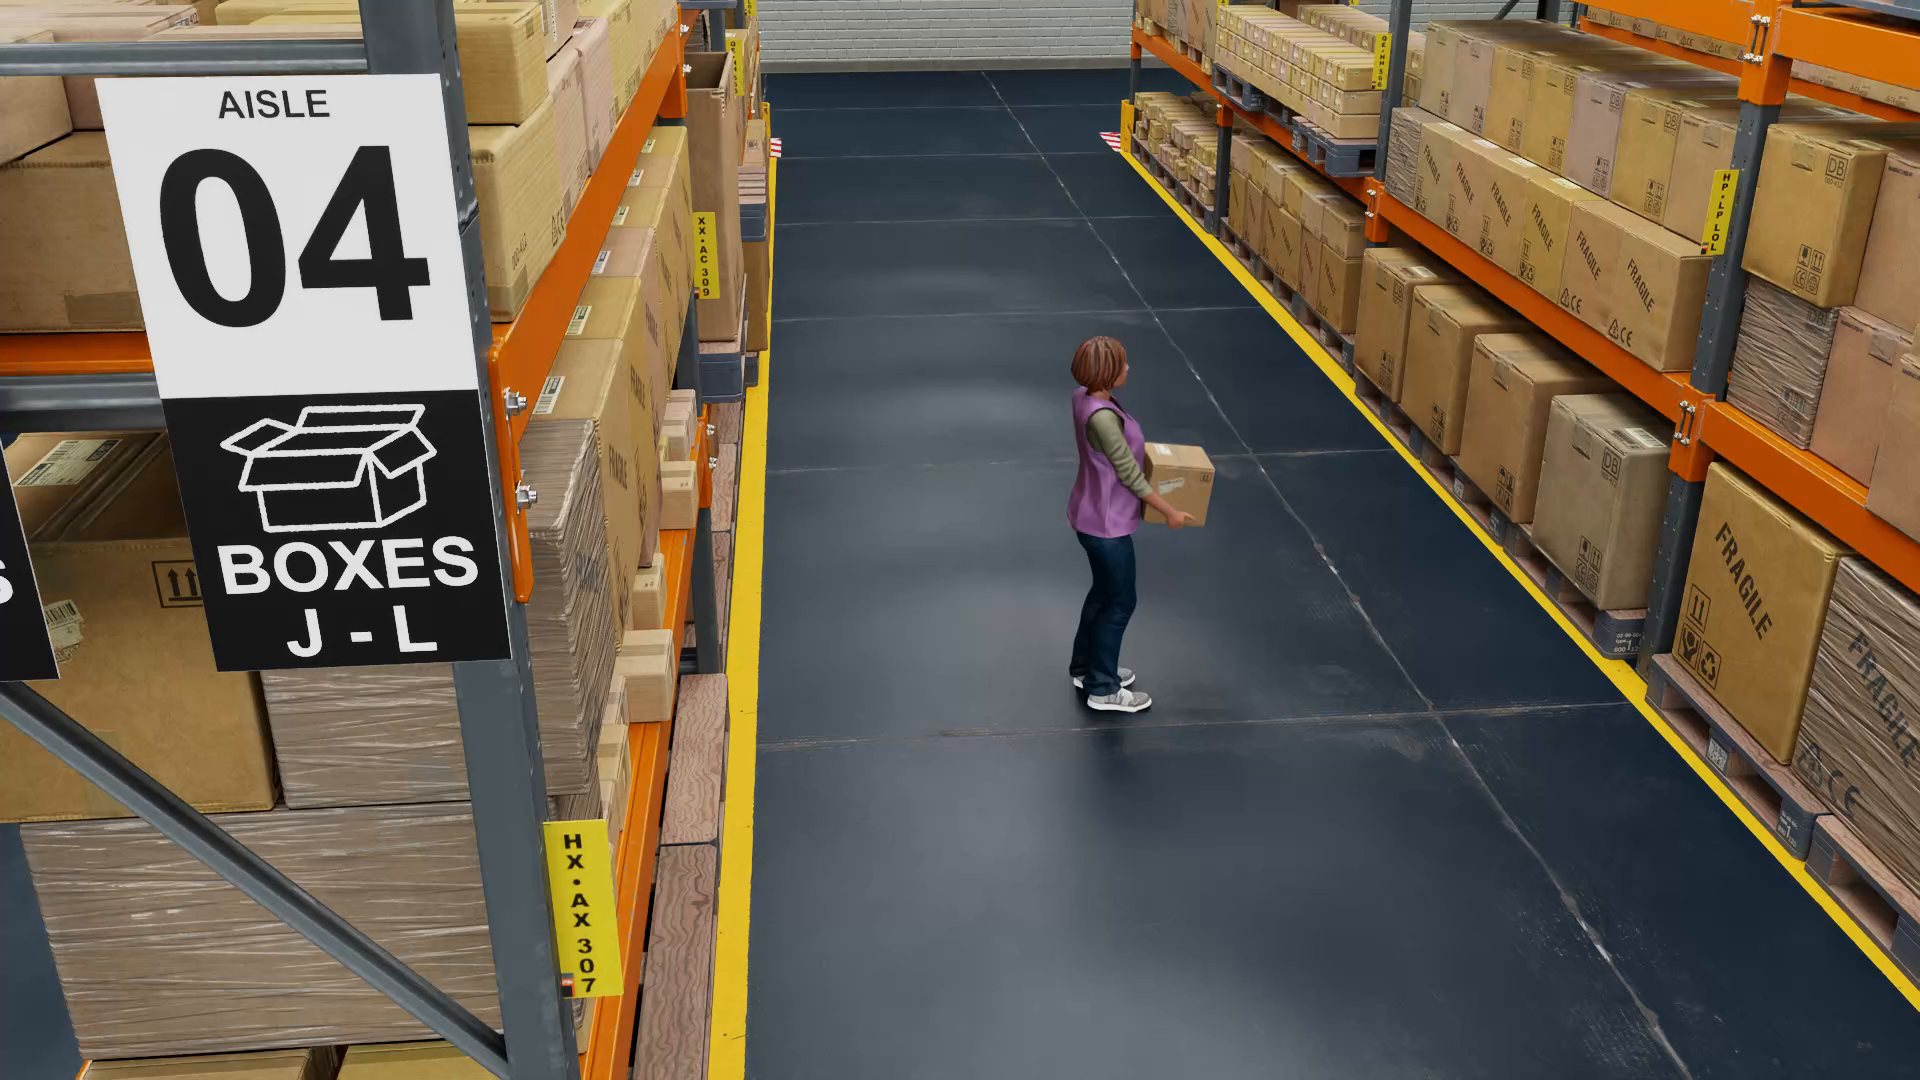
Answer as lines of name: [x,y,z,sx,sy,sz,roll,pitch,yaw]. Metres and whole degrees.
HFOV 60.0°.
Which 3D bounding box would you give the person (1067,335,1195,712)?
person: [0.681,-0.062,6.760,0.495,1.592,0.404,-2,24,-4]
